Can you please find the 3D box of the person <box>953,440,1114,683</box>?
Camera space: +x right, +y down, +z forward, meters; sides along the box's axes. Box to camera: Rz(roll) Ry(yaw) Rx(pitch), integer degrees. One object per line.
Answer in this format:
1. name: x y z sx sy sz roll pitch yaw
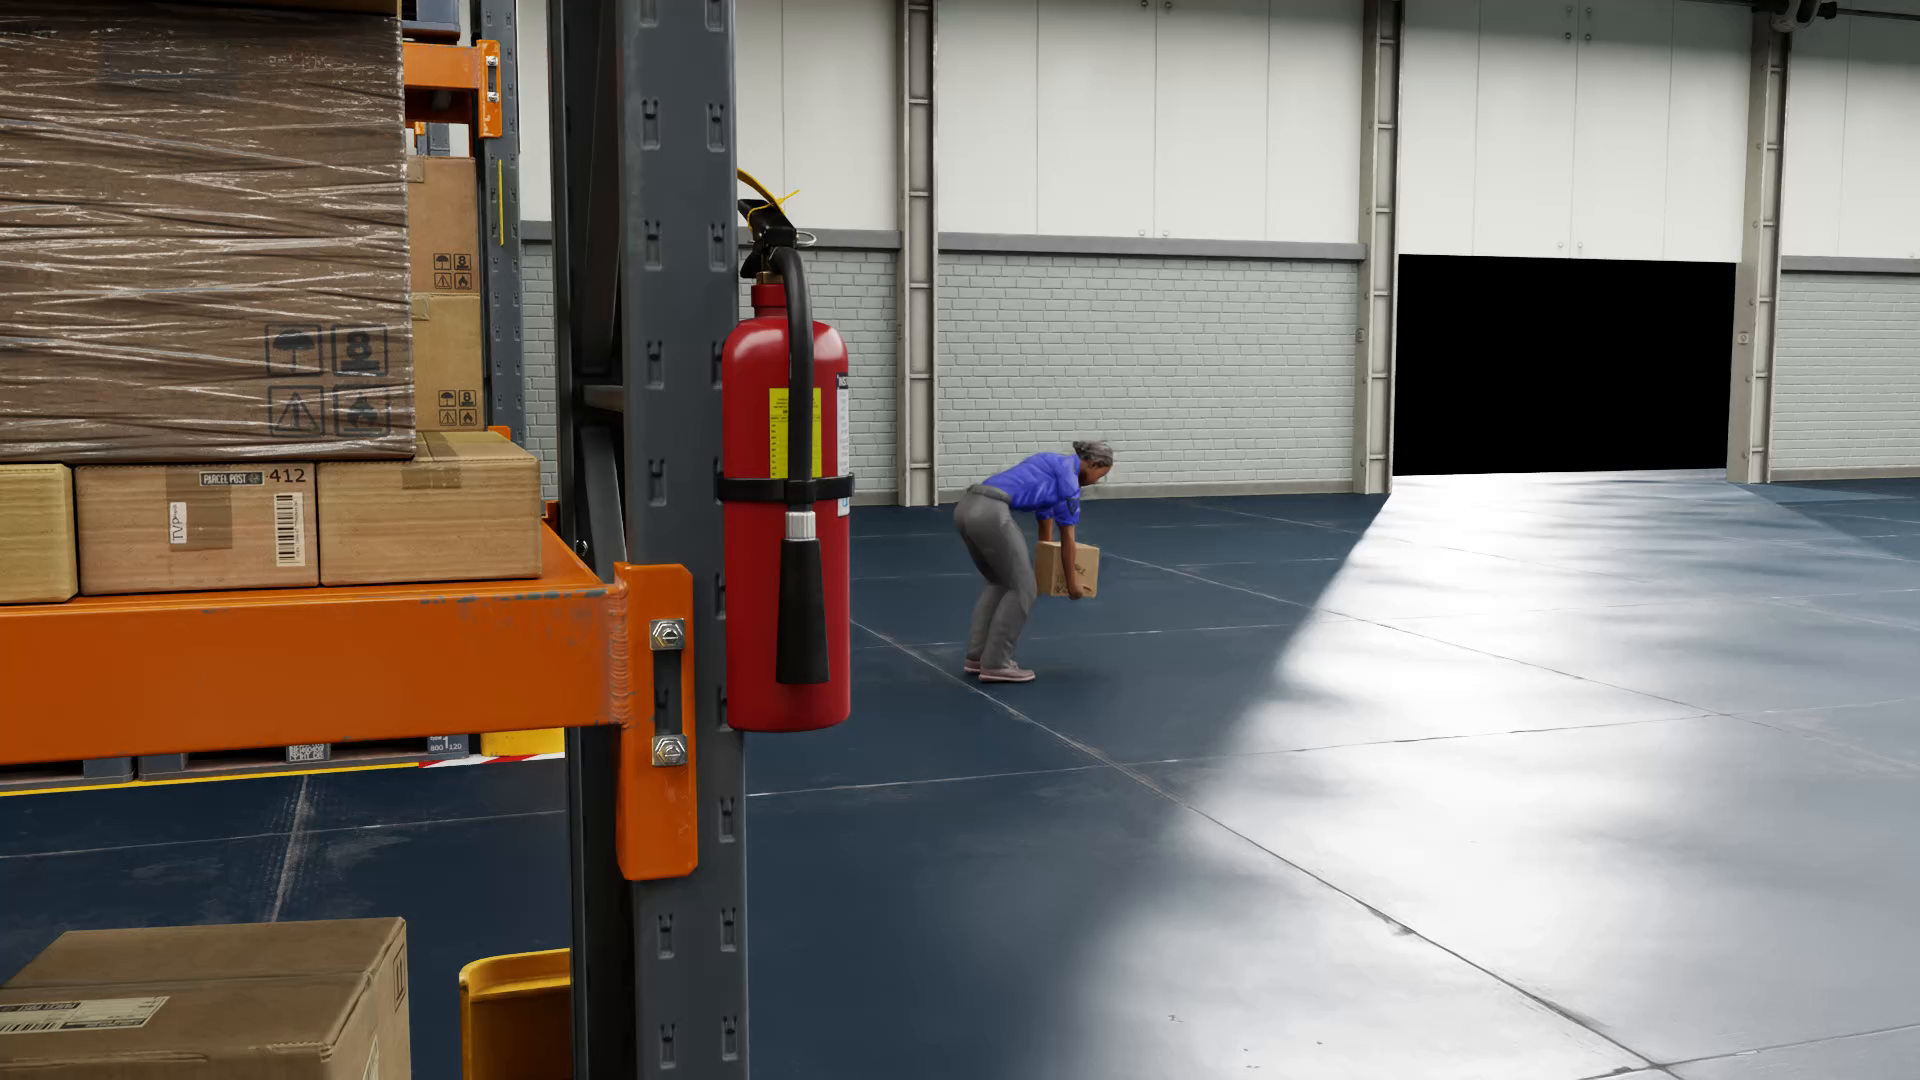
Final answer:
1. person: 0.388 0.095 8.435 0.844 1.201 0.413 -2 6 -20
